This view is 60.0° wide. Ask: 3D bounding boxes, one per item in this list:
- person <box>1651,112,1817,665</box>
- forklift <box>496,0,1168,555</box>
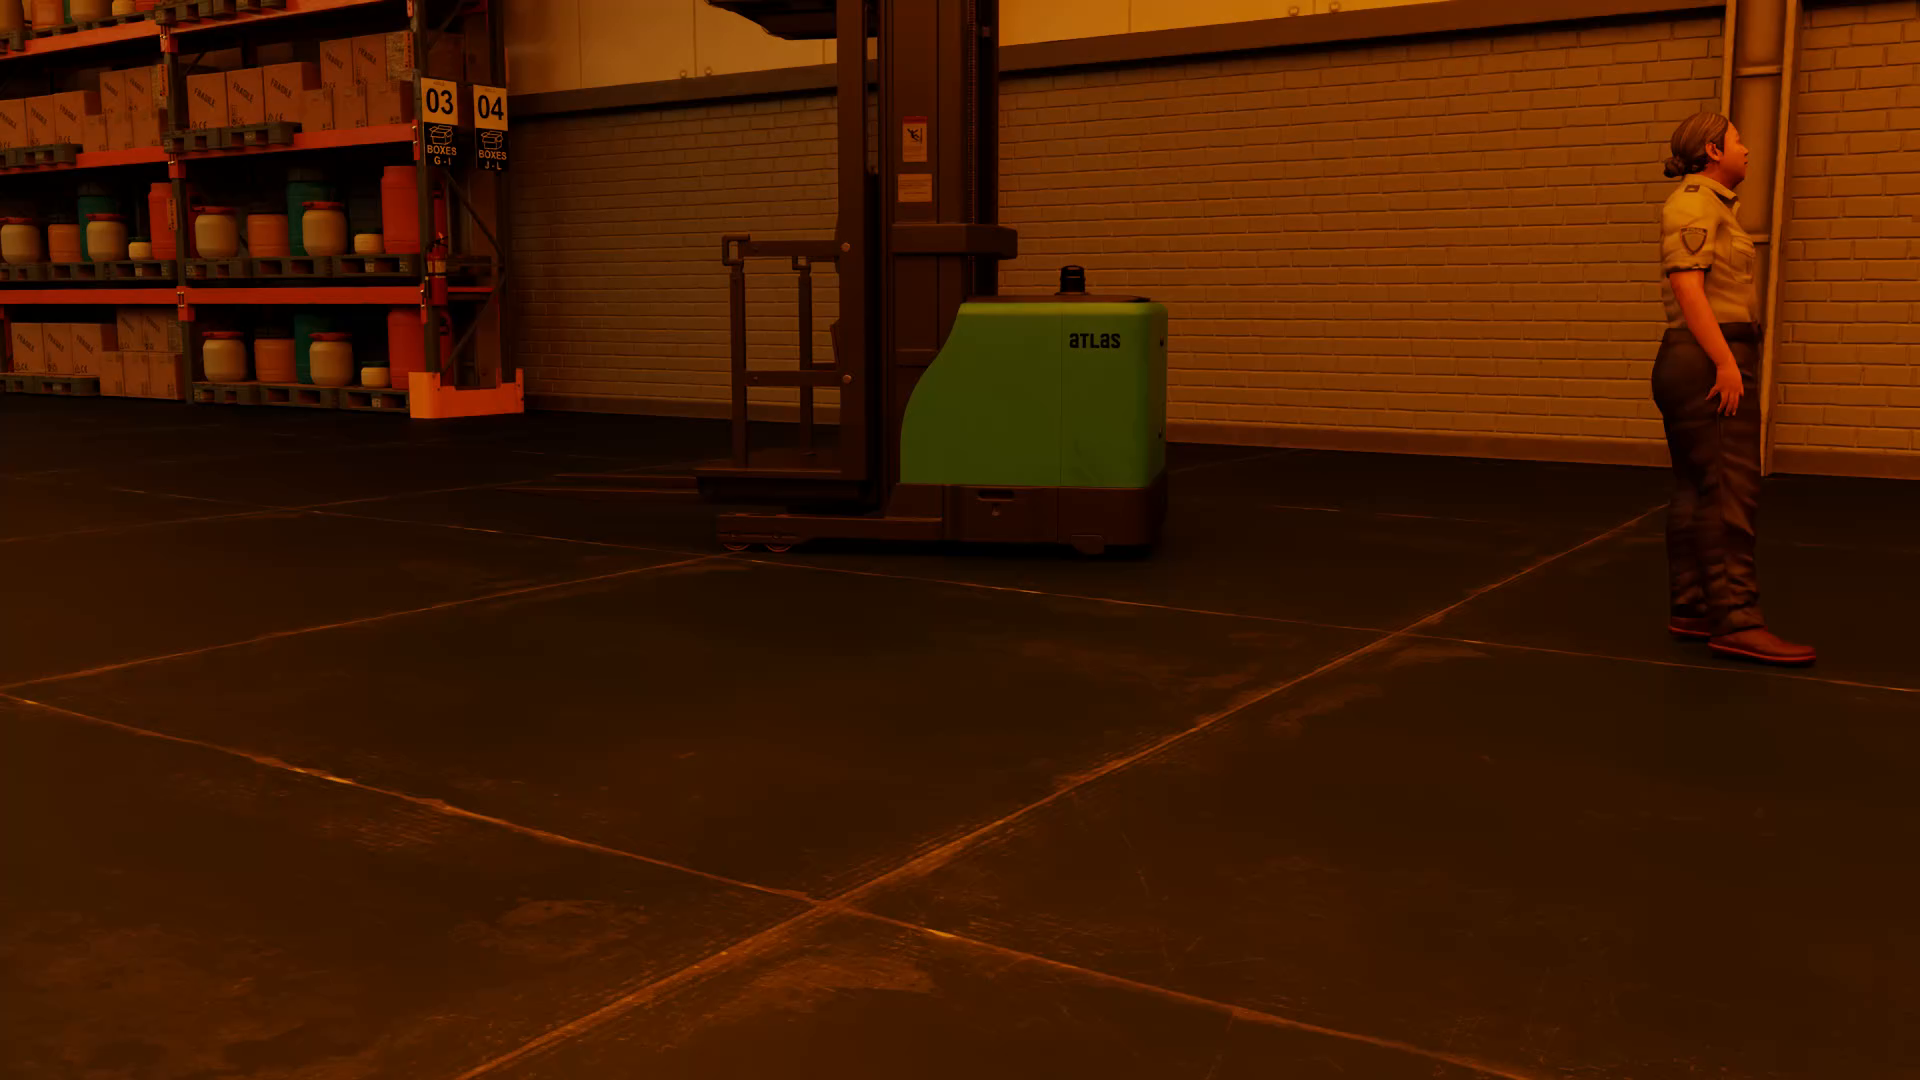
[{"bbox_3d":[2.411,-0.486,5.152,0.502,1.642,0.598,3,9,22],"label":"person"},{"bbox_3d":[-0.596,-1.469,7.520,3.031,2.935,1.130,2,8,12],"label":"forklift"}]
